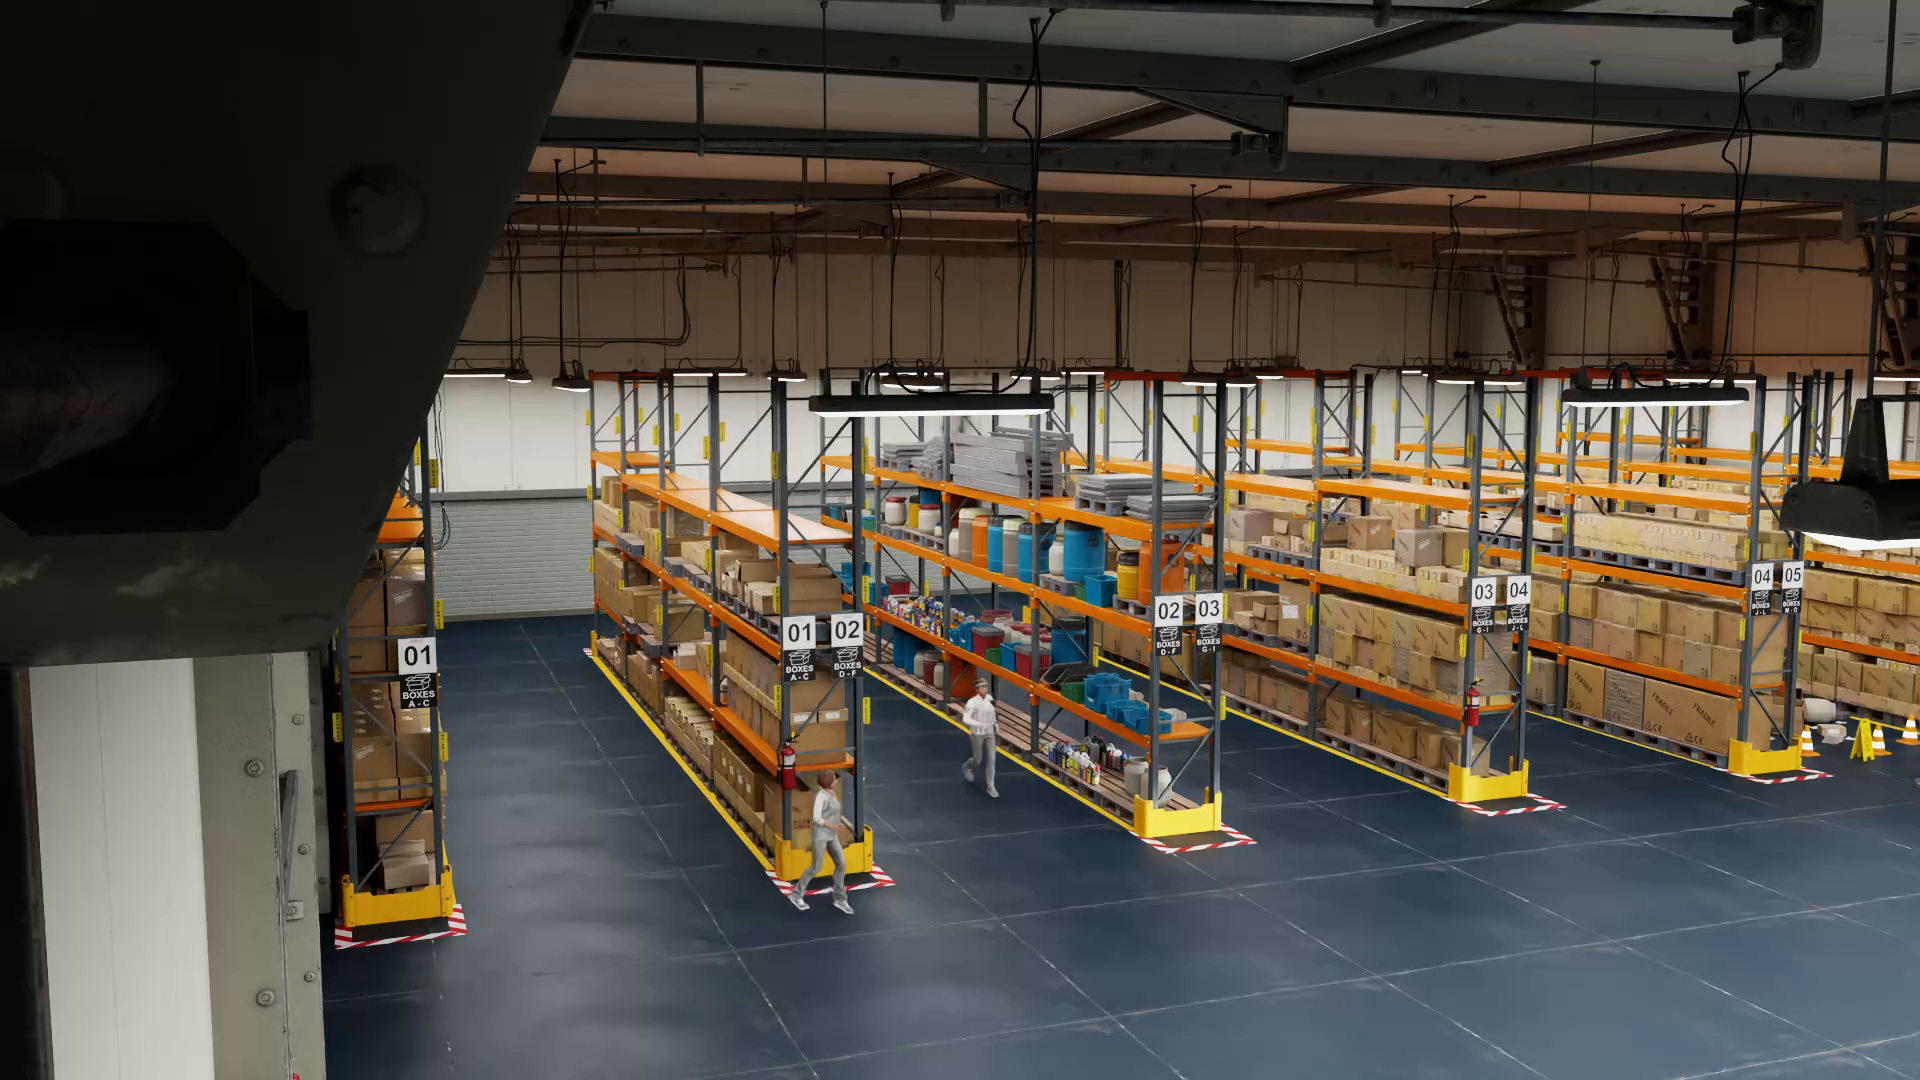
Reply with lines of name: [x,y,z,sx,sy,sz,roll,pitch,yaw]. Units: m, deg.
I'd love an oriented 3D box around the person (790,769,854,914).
person: [-1.516,3.461,18.984,0.750,1.501,0.597,2,7,18]

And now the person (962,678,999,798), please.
person: [0.292,2.811,24.012,0.553,1.692,0.901,-3,7,-27]
